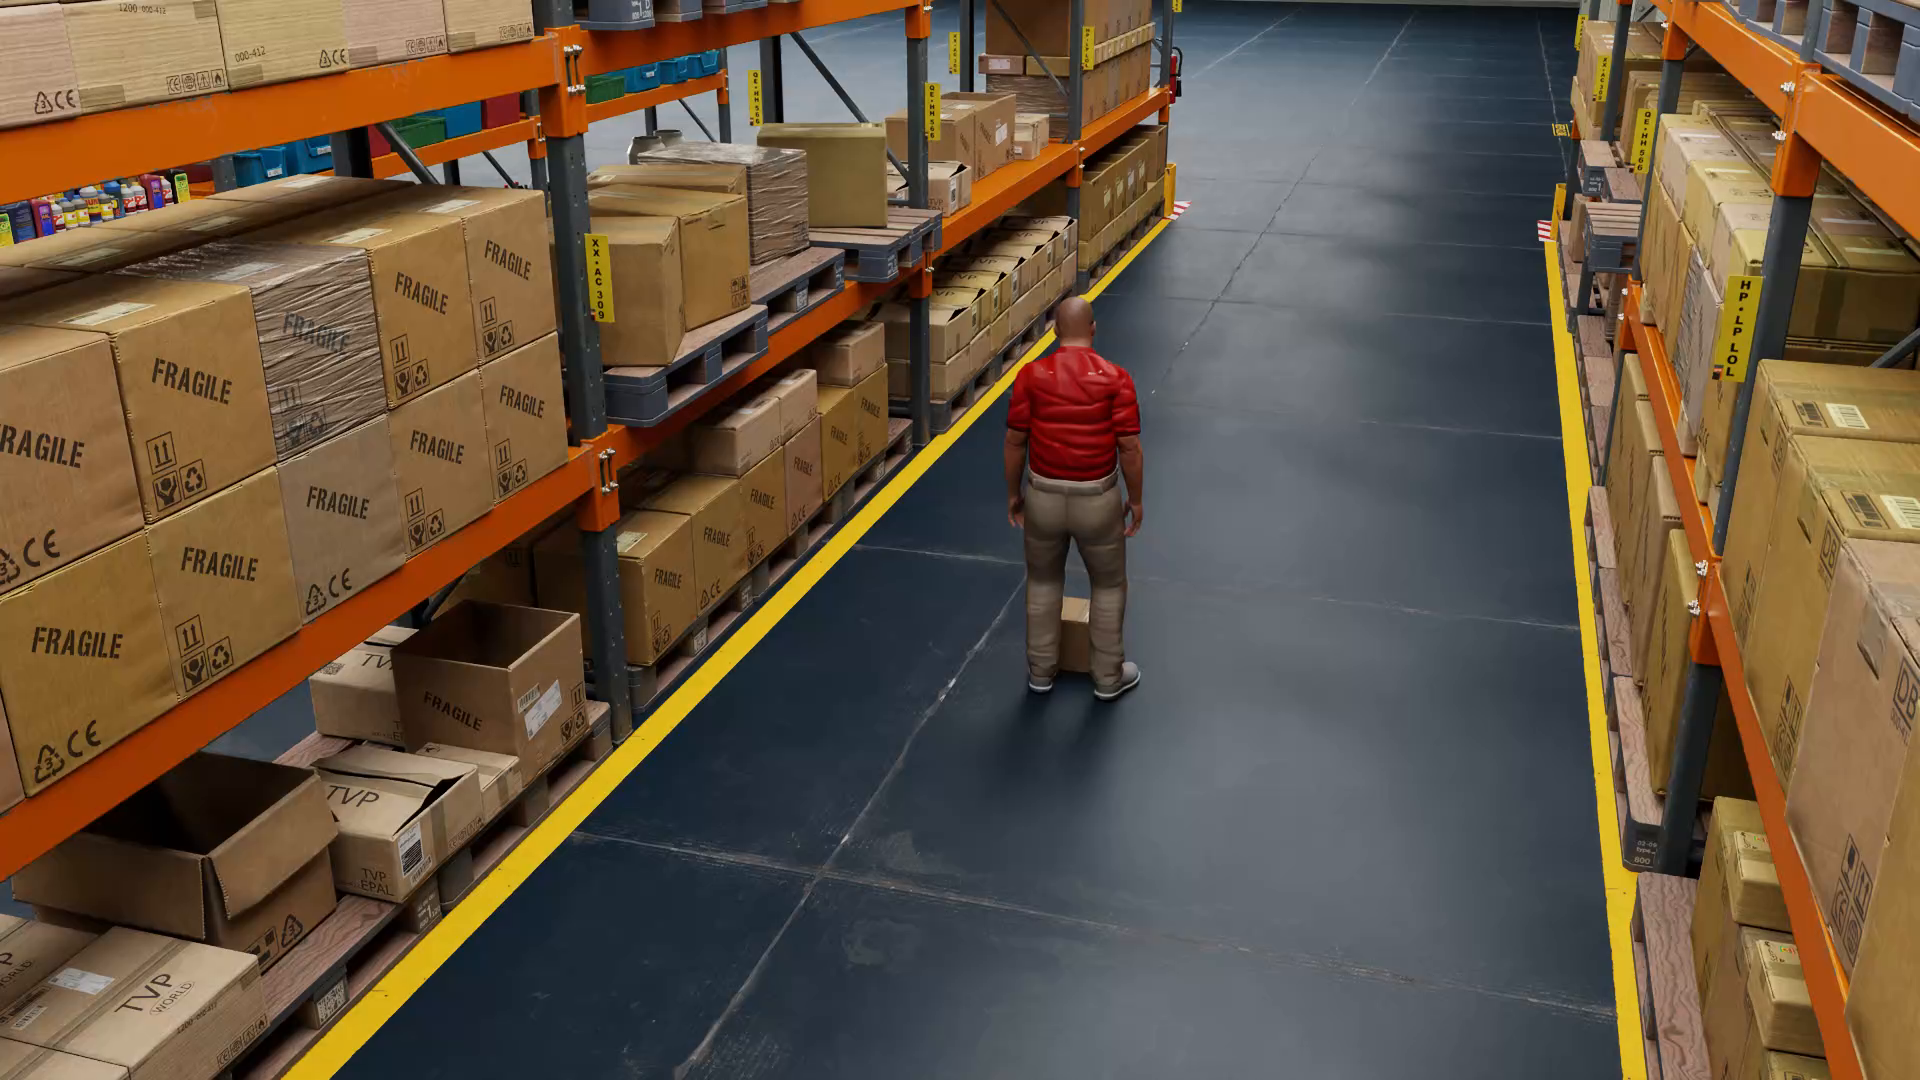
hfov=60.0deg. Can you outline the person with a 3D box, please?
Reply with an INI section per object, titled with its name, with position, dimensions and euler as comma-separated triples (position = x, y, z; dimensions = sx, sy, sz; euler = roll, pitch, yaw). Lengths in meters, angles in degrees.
[person]
position = 0.484, -0.163, 7.016
dimensions = 0.593, 1.725, 0.390
euler = 5, 22, 13
